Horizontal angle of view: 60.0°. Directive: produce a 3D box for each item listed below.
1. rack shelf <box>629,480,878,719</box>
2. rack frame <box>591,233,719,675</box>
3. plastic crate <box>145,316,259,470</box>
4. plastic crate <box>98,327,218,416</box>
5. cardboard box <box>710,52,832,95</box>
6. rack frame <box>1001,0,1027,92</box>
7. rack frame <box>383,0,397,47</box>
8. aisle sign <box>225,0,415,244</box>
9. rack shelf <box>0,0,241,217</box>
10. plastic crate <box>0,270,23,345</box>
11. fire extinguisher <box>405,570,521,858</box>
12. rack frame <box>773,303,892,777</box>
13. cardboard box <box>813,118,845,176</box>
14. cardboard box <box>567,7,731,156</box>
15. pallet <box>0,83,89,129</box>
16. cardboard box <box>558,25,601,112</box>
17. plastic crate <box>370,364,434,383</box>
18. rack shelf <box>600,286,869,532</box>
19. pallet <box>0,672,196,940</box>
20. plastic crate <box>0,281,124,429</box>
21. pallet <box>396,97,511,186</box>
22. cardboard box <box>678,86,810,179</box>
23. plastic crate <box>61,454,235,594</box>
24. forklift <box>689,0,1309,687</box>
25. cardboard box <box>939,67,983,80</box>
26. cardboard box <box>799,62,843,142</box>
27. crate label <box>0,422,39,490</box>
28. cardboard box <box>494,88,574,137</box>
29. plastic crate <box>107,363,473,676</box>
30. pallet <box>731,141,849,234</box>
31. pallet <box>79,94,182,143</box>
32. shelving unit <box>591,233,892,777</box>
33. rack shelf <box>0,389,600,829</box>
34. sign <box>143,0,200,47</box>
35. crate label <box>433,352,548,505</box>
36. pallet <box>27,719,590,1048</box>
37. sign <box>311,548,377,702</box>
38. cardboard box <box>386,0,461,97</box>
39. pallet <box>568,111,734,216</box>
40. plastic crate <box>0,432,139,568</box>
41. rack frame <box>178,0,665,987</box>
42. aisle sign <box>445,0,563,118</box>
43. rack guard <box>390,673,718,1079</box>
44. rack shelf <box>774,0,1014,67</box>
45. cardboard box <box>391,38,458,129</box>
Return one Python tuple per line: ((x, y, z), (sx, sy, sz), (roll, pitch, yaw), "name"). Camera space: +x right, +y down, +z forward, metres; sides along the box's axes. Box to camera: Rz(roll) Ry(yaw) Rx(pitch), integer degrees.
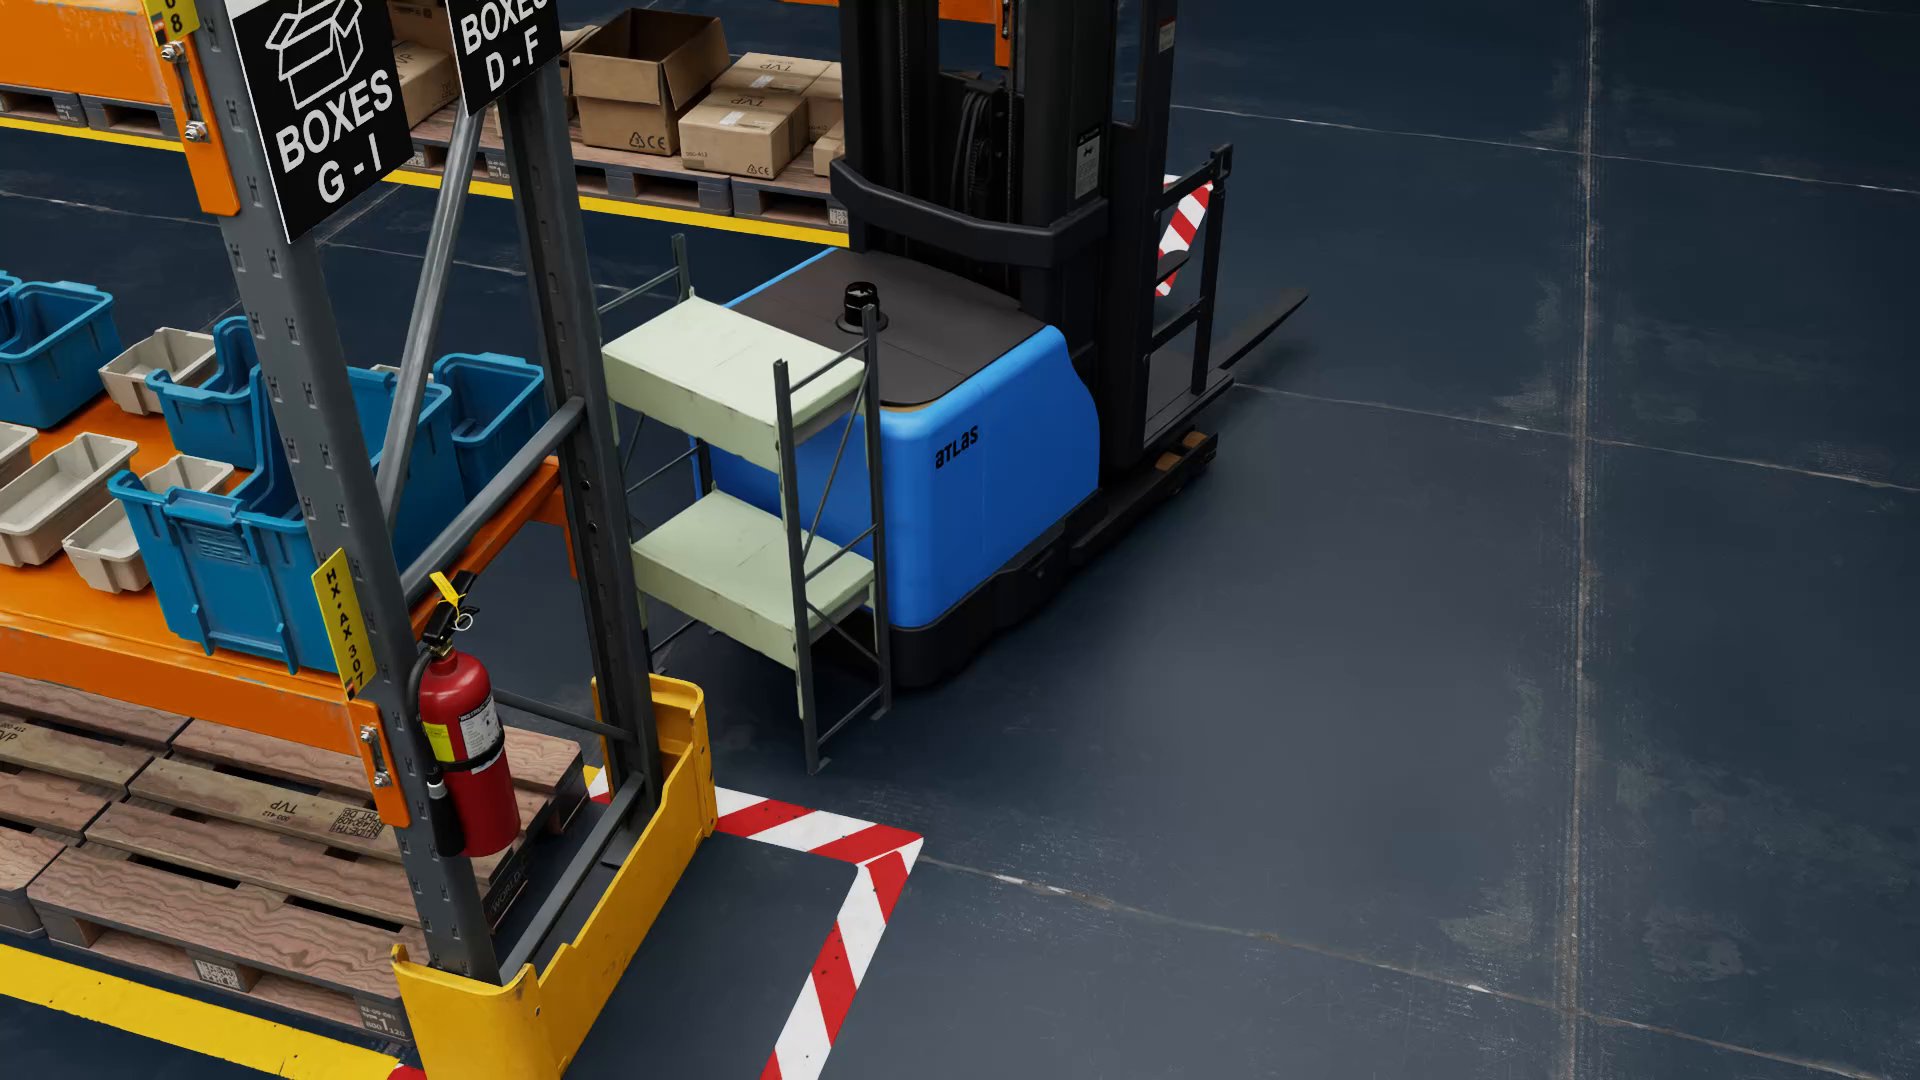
((-0.648, 0.176, 5.291), (0.720, 0.370, 0.431), (24, 43, 29), "rack shelf")
((-0.943, -0.215, 5.272), (0.023, 1.500, 0.400), (24, 43, 29), "rack frame")
((-1.854, -0.378, 4.324), (0.300, 0.233, 0.416), (10, 38, 14), "plastic crate")
((-2.155, -0.447, 4.498), (0.298, 0.136, 0.250), (10, 38, 14), "plastic crate")
((-0.997, -2.380, 8.902), (0.500, 0.250, 0.500), (10, 38, 14), "cardboard box")
((0.392, -2.877, 7.629), (0.127, 3.000, 1.000), (10, 38, 14), "rack frame")
((-3.426, -3.584, 8.589), (0.127, 3.000, 1.000), (10, 38, 14), "rack frame")
((-1.107, -0.944, 2.809), (0.004, 0.787, 0.394), (10, 38, 14), "aisle sign")
((-2.998, -1.347, 3.626), (4.000, 0.370, 1.077), (10, 38, 14), "rack shelf")
((-2.769, -0.548, 4.554), (0.300, 0.233, 0.416), (10, 38, 14), "plastic crate")
((-1.080, 0.390, 3.570), (0.183, 0.674, 0.296), (10, 38, 14), "fire extinguisher")
((-0.357, 0.045, 4.919), (0.023, 1.500, 0.400), (24, 43, 29), "rack frame")
((-0.560, -1.993, 8.446), (0.250, 0.166, 0.380), (10, 38, 14), "cardboard box")
((-1.631, -2.427, 8.752), (0.637, 0.503, 0.797), (10, 38, 14), "cardboard box")
((-5.382, -2.798, 9.874), (1.213, 0.211, 1.003), (10, 38, 14), "pallet")
((-2.082, -2.606, 9.157), (0.500, 0.311, 0.500), (10, 38, 14), "cardboard box")
((-1.507, -0.327, 4.335), (0.298, 0.136, 0.250), (10, 38, 14), "plastic crate")
((-0.652, -0.397, 4.862), (0.720, 0.370, 0.431), (24, 43, 29), "rack shelf")
((-3.025, 0.663, 5.171), (1.213, 0.211, 1.003), (10, 38, 14), "pallet")
((-2.483, -0.495, 4.482), (0.300, 0.233, 0.416), (10, 38, 14), "plastic crate")
((-2.771, -2.339, 9.250), (1.213, 0.211, 1.003), (10, 38, 14), "pallet")
((-1.098, -2.089, 8.506), (0.500, 0.250, 0.500), (10, 38, 14), "cardboard box")
((-1.921, -0.035, 3.939), (0.243, 0.136, 0.396), (10, 38, 14), "plastic crate")
((0.365, -1.514, 5.835), (1.130, 2.935, 3.031), (24, 43, 29), "forklift")
((-0.200, -2.004, 8.180), (0.500, 0.500, 0.500), (10, 38, 14), "cardboard box")
((-0.520, -2.292, 8.782), (0.500, 0.250, 0.500), (10, 38, 14), "cardboard box")
((-2.466, -0.130, 4.068), (0.243, 0.136, 0.396), (10, 38, 14), "crate label")
((-2.261, -2.277, 8.832), (0.250, 0.166, 0.380), (10, 38, 14), "cardboard box")
((-1.464, -0.067, 3.730), (0.499, 0.435, 0.616), (10, 38, 14), "plastic crate")
((-0.442, -1.908, 8.664), (1.213, 0.211, 1.003), (10, 38, 14), "pallet")
((-4.214, -2.584, 9.582), (1.213, 0.211, 1.003), (10, 38, 14), "pallet")
((-0.650, -0.085, 5.096), (0.755, 1.500, 0.431), (24, 43, 29), "shelving unit")
((-2.998, -0.139, 4.515), (4.000, 0.370, 1.077), (10, 38, 14), "rack shelf")
((-1.237, -0.927, 2.537), (0.005, 0.325, 0.100), (10, 38, 14), "sign")
((-1.226, -0.262, 4.166), (0.303, 0.233, 0.416), (10, 38, 14), "crate label")
((-1.864, 0.880, 4.876), (1.213, 0.211, 1.003), (10, 38, 14), "pallet")
((-1.237, 0.173, 3.347), (0.005, 0.325, 0.100), (10, 38, 14), "sign")
((-2.798, -2.815, 9.281), (0.500, 0.500, 0.500), (10, 38, 14), "cardboard box")
((-1.602, -2.125, 8.959), (1.213, 0.211, 1.003), (10, 38, 14), "pallet")
((-2.193, -0.094, 4.020), (0.243, 0.136, 0.396), (10, 38, 14), "plastic crate")
((-1.089, -0.075, 3.822), (0.127, 3.000, 1.000), (10, 38, 14), "rack frame")
((-0.931, -1.278, 3.262), (0.004, 0.787, 0.394), (10, 38, 14), "aisle sign")
((-1.062, 0.928, 4.567), (0.348, 0.500, 1.175), (10, 38, 14), "rack guard")
((-1.517, -2.941, 8.322), (4.000, 0.370, 1.077), (10, 38, 14), "rack shelf")
((-3.090, -2.482, 8.989), (0.500, 0.311, 0.500), (10, 38, 14), "cardboard box")
